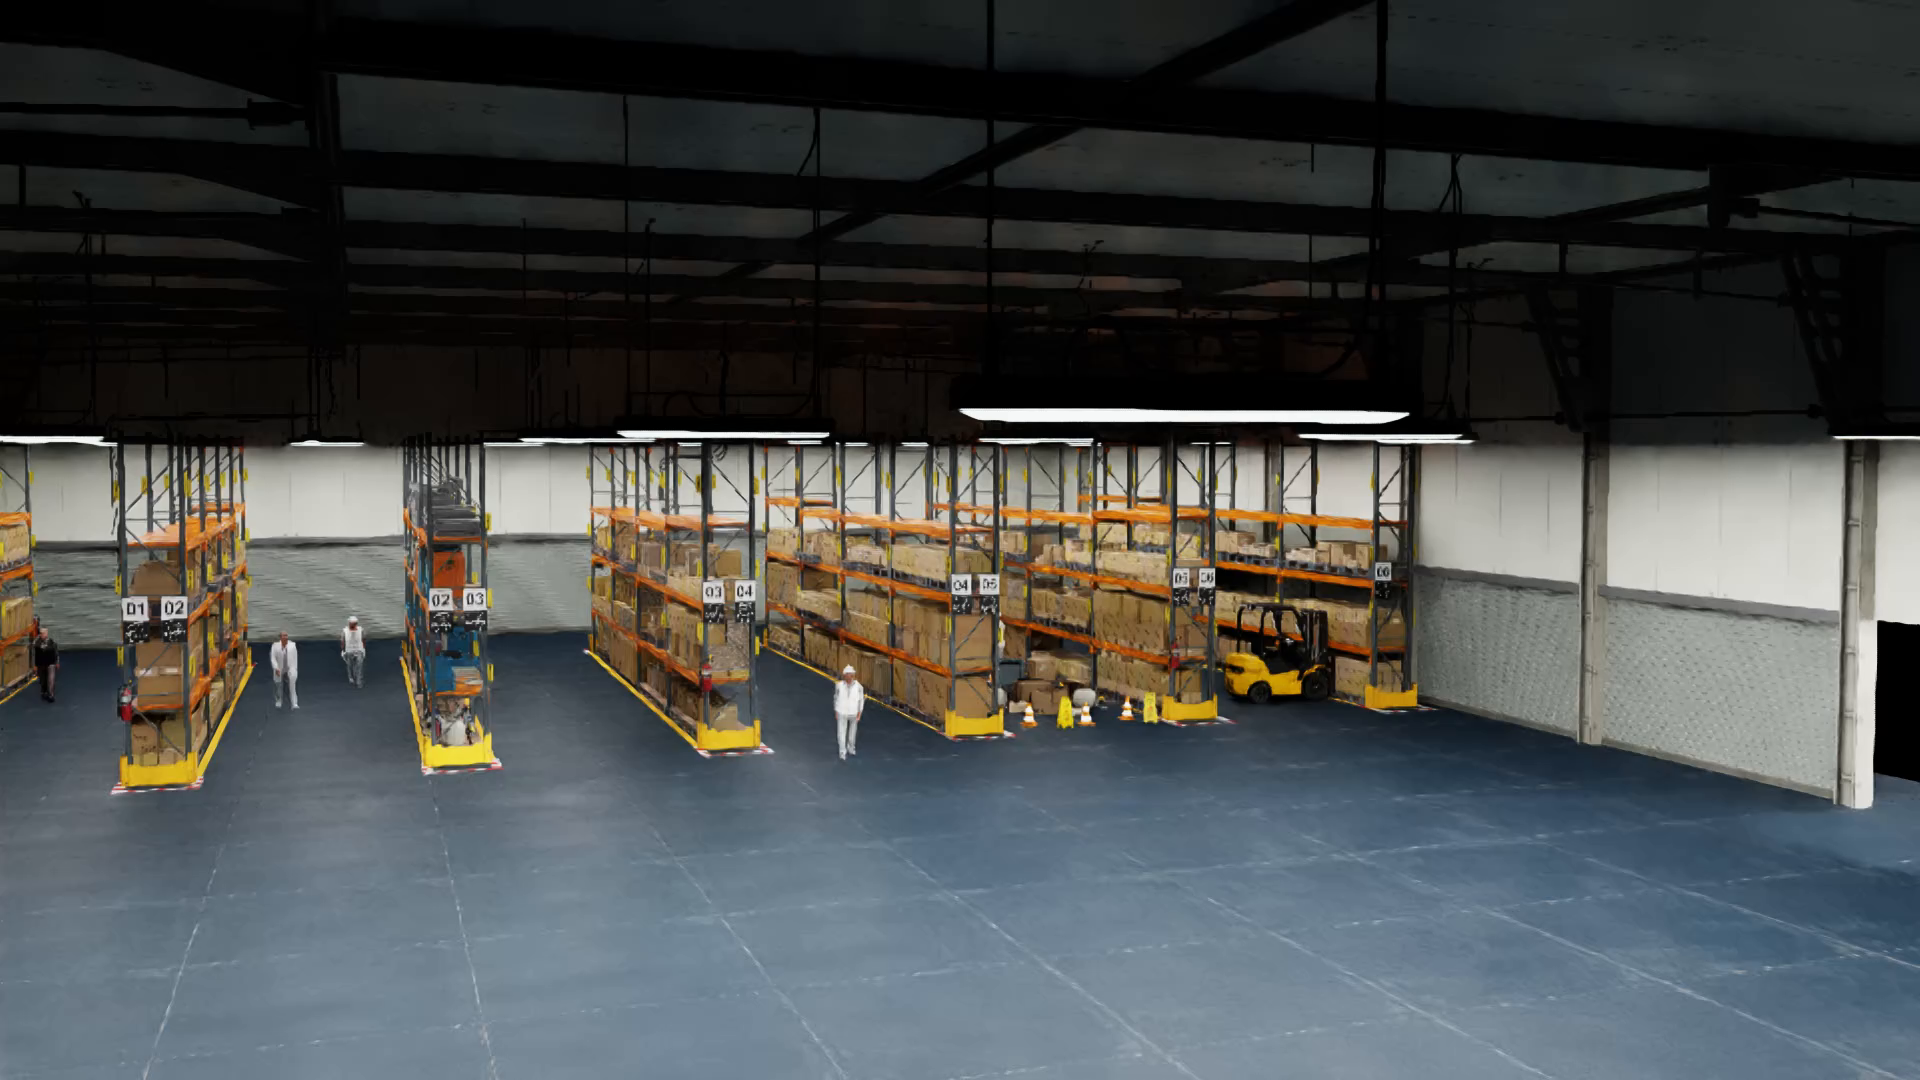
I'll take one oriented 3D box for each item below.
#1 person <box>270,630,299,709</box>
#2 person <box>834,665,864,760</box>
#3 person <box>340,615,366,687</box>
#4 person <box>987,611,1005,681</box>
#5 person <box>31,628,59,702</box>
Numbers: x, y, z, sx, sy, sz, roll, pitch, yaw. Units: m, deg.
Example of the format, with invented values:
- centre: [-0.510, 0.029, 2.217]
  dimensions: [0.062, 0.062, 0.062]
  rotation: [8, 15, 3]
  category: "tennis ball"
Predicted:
- centre: [-14.788, 2.831, 36.388]
  dimensions: [0.580, 1.715, 1.103]
  rotation: [-2, 4, -28]
  category: "person"
- centre: [-2.040, 3.157, 30.619]
  dimensions: [0.539, 1.714, 1.033]
  rotation: [-1, 3, -10]
  category: "person"
- centre: [-14.531, 2.651, 39.813]
  dimensions: [0.566, 1.704, 1.122]
  rotation: [-1, 3, -18]
  category: "person"
- centre: [0.874, 2.586, 40.429]
  dimensions: [0.576, 1.764, 0.664]
  rotation: [0, 3, 7]
  category: "person"
- centre: [-20.636, 2.804, 37.483]
  dimensions: [0.546, 1.644, 1.106]
  rotation: [-1, 3, -22]
  category: "person"
